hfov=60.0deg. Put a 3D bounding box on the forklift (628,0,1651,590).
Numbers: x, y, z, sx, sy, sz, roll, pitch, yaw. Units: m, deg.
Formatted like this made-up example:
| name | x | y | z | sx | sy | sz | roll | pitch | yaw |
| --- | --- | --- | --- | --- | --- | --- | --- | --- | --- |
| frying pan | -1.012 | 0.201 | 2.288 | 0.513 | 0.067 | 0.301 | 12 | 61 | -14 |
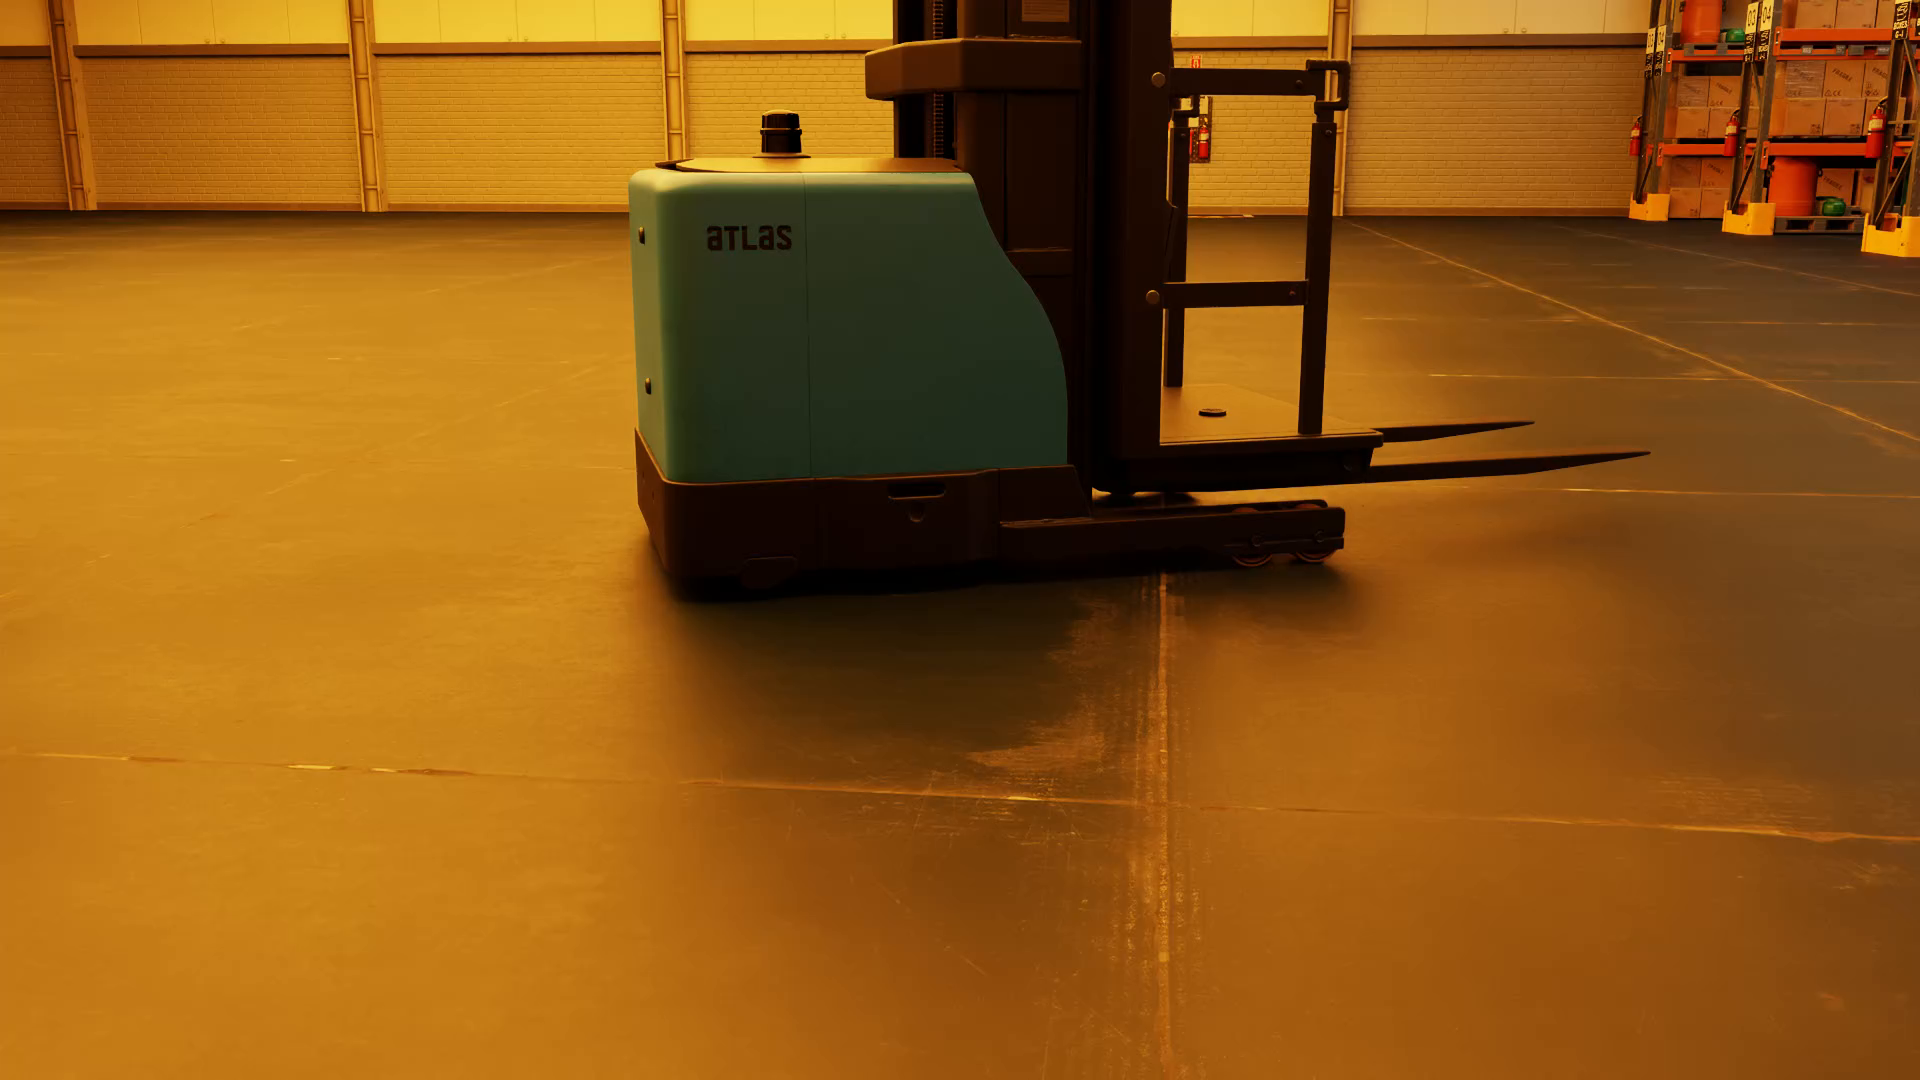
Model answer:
| name | x | y | z | sx | sy | sz | roll | pitch | yaw |
| --- | --- | --- | --- | --- | --- | --- | --- | --- | --- |
| forklift | 0.587 | -1.464 | 4.770 | 3.031 | 2.935 | 1.130 | -4 | 14 | -15 |
